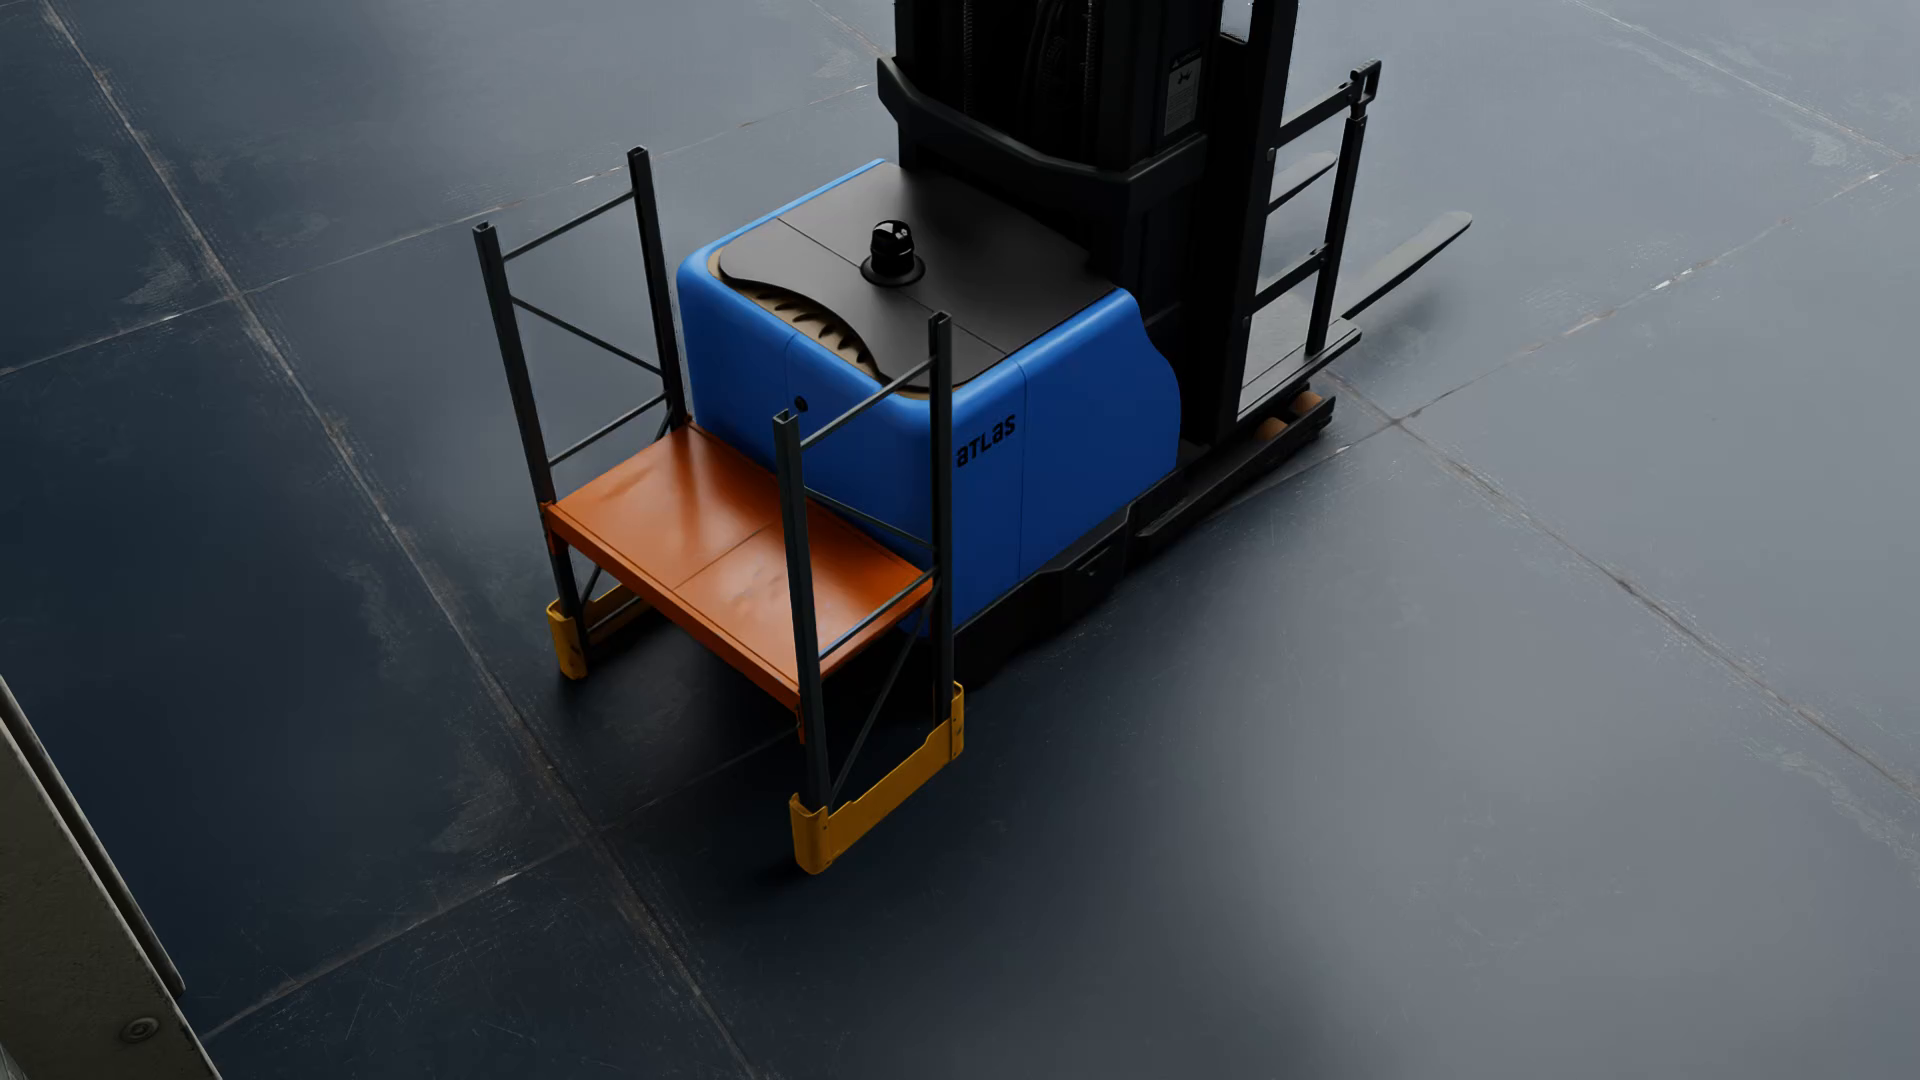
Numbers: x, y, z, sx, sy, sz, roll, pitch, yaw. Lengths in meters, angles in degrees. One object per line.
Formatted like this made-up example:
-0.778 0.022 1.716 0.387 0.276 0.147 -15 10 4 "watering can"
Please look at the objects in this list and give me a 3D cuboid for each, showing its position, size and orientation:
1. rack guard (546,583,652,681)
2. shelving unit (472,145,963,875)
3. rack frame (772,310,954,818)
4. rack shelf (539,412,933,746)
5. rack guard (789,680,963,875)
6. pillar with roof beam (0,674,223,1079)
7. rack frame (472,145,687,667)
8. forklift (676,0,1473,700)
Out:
-0.945 0.155 4.906 0.087 0.250 0.587 32 52 29 "rack guard"
-0.578 -0.064 4.231 1.083 1.500 0.587 32 52 29 "shelving unit"
-0.197 0.178 3.978 0.032 1.500 0.500 32 52 29 "rack frame"
-0.571 0.070 4.351 1.000 0.185 0.538 32 52 29 "rack shelf"
-0.211 0.621 4.419 0.087 0.250 0.587 32 52 29 "rack guard"
1.583 -3.706 2.615 9.100 9.000 0.400 -26 49 -24 "pillar with roof beam"
-0.946 -0.297 4.475 0.032 1.500 0.500 32 52 29 "rack frame"
0.608 -1.524 4.724 1.130 2.935 3.031 34 53 31 "forklift"
